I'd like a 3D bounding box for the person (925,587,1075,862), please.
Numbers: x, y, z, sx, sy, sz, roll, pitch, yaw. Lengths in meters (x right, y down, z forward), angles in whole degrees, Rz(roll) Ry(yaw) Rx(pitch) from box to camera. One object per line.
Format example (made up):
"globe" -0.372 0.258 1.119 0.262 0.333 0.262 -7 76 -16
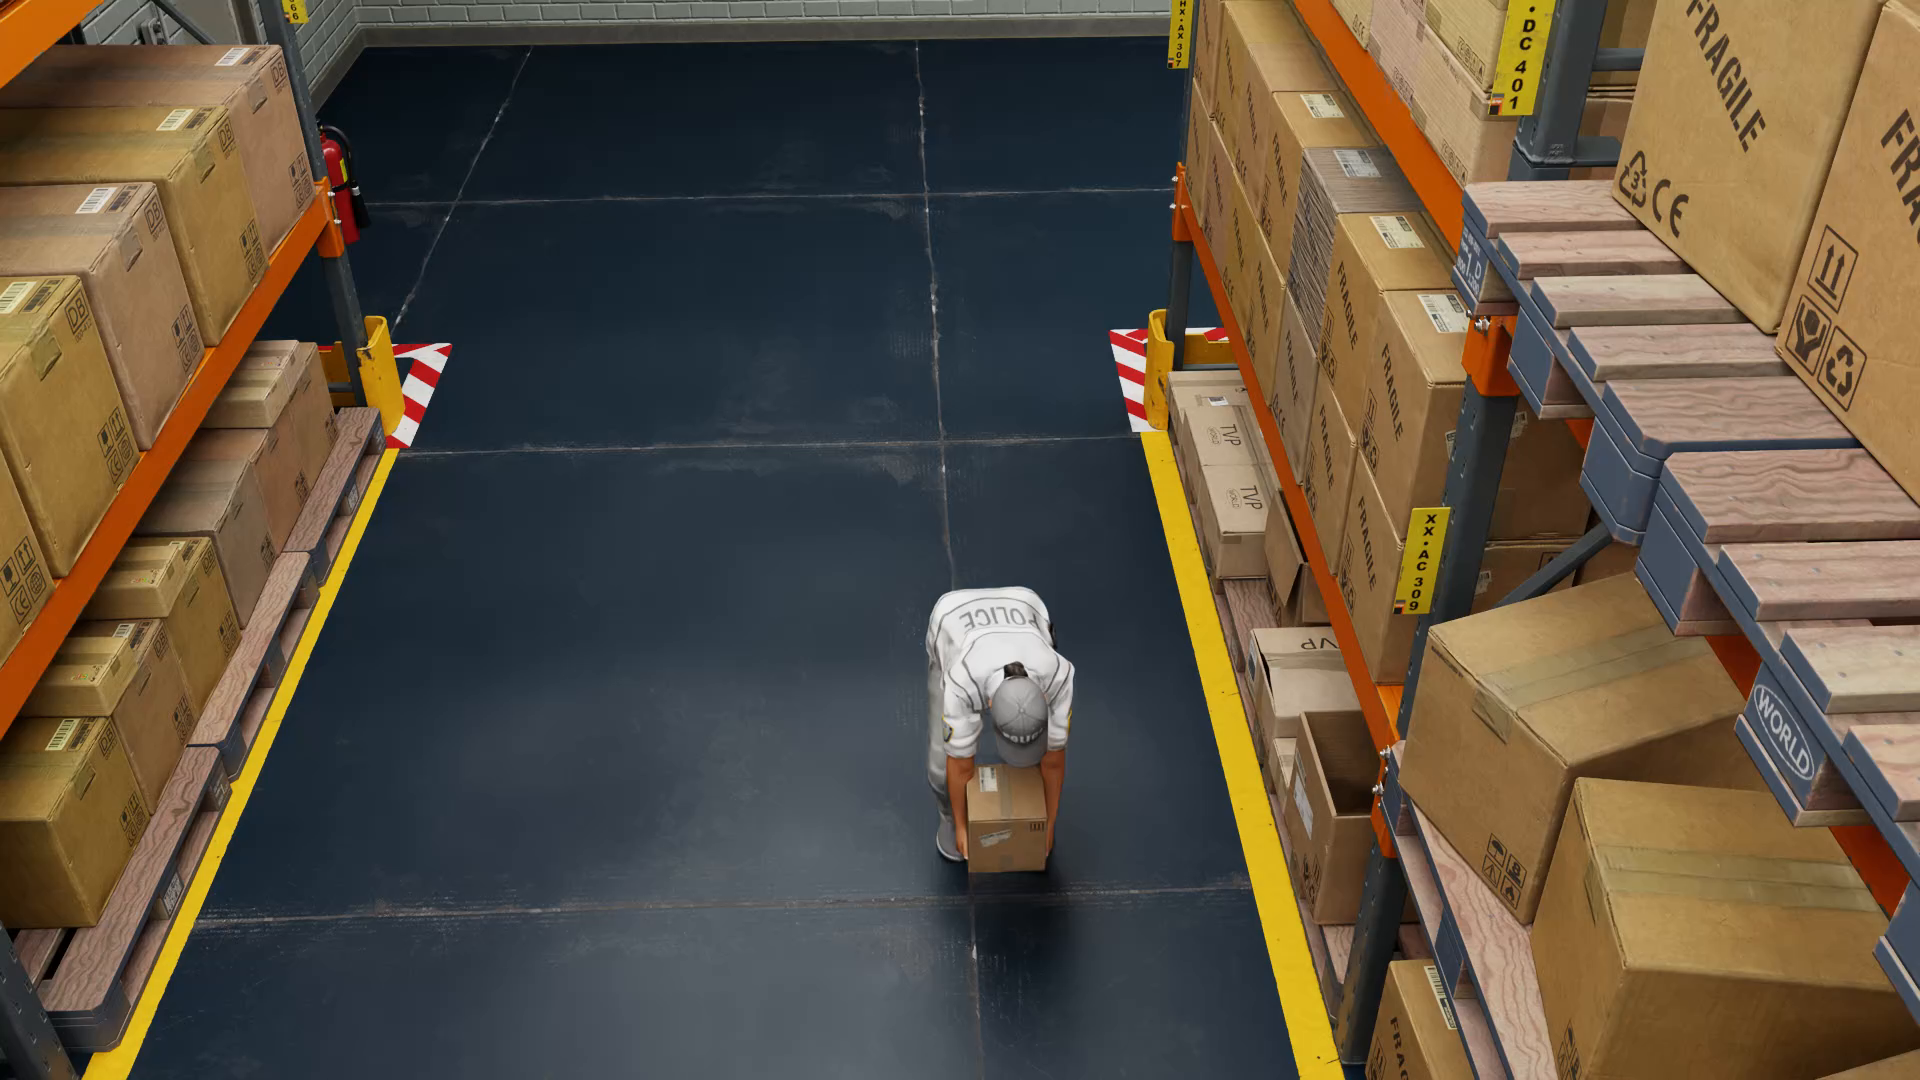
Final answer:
"person" 0.126 0.699 5.608 0.479 1.153 0.921 -3 36 -5
